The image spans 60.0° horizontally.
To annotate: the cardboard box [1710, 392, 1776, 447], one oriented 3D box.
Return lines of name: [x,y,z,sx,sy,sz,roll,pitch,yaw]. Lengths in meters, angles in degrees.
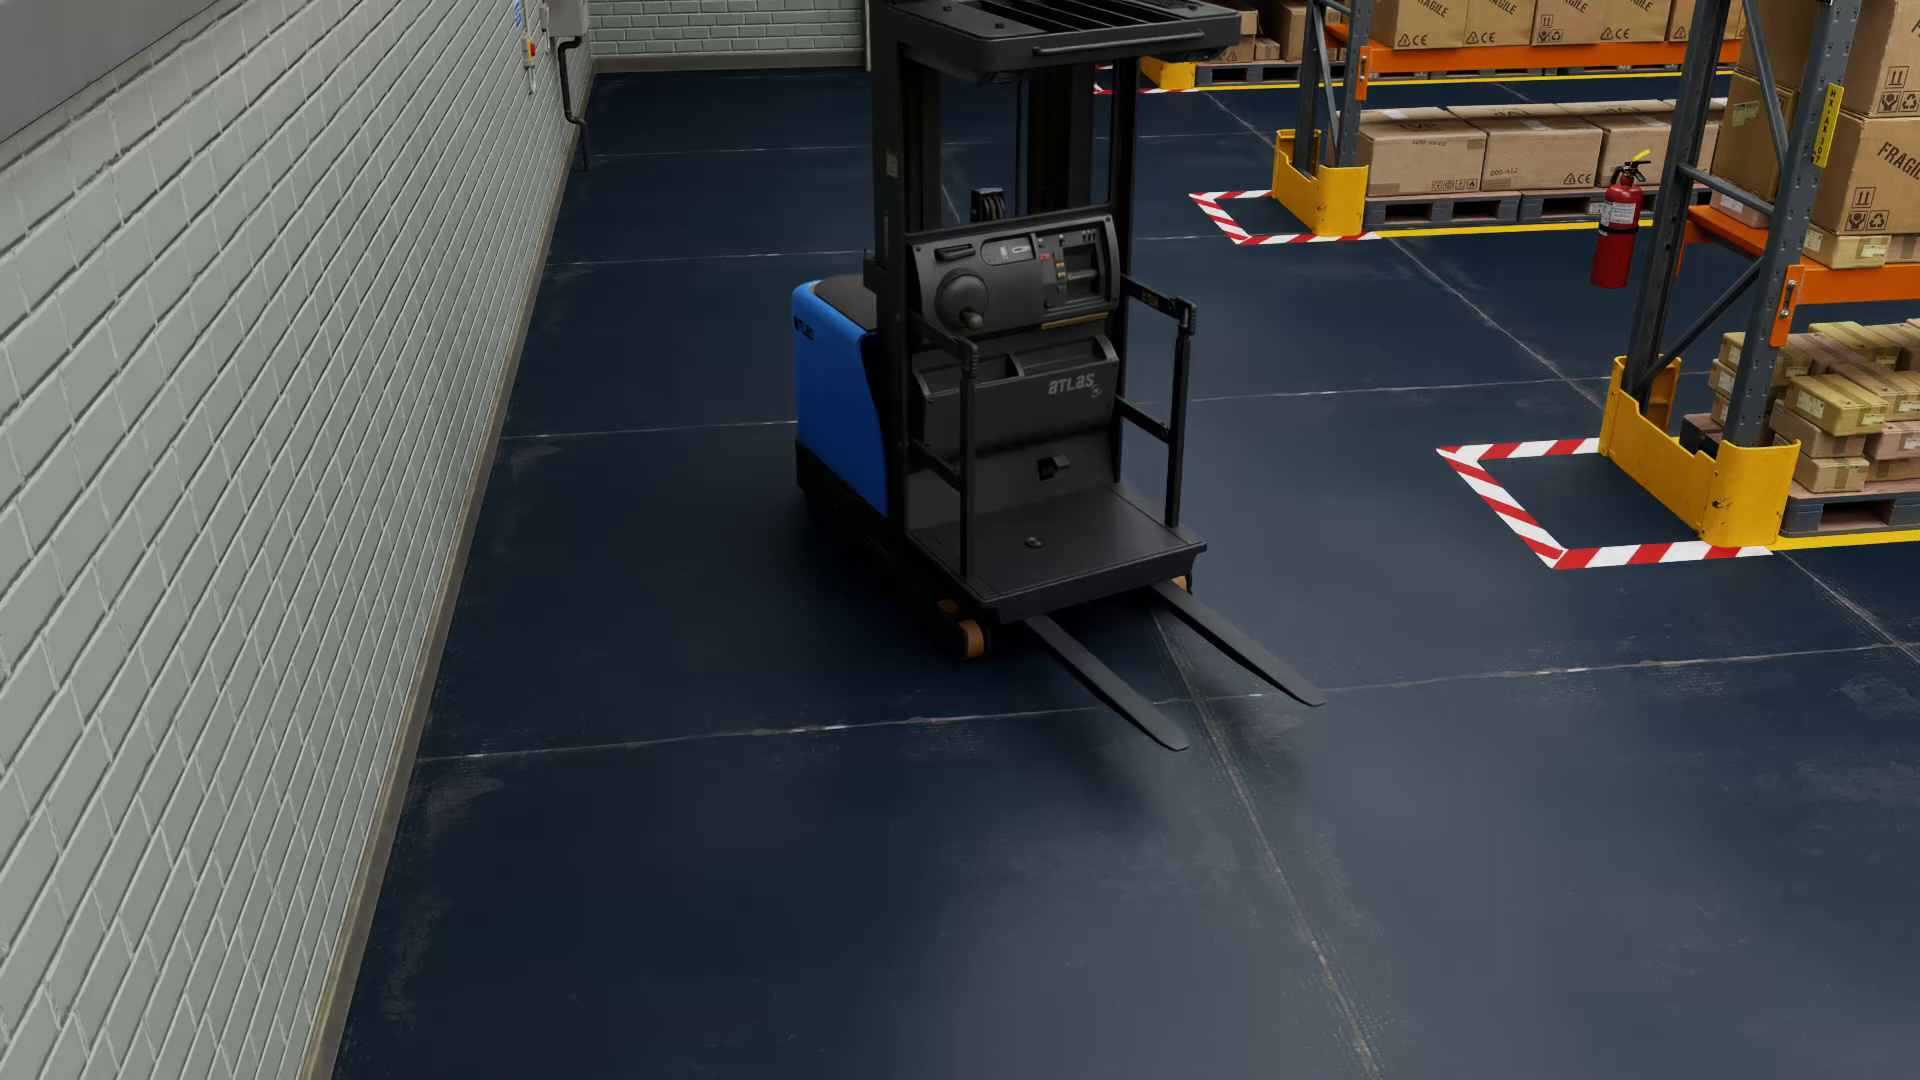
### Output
cardboard box: [3.979,-0.610,8.315,0.250,0.149,0.380,-3,27,-6]

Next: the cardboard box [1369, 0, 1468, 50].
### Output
cardboard box: [3.212,-3.740,11.644,0.500,0.500,0.500,-4,27,-8]

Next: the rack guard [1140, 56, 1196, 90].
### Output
rack guard: [2.077,-4.931,16.813,0.348,0.500,1.175,-4,27,-7]

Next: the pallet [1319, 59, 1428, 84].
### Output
pallet: [4.072,-4.930,17.127,1.213,0.211,1.003,-4,27,-7]

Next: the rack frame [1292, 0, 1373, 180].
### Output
rack frame: [2.697,-3.795,11.860,0.127,3.000,1.000,-4,27,-7]

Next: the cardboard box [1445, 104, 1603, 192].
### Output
cardboard box: [4.242,-2.991,12.640,0.875,0.438,0.875,-3,27,-6]

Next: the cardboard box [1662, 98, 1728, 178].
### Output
cardboard box: [6.021,-3.105,12.862,0.875,0.438,0.875,-4,27,-8]

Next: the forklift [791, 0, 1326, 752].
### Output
forklift: [0.339,-1.048,6.583,1.130,2.935,3.031,-14,30,-25]

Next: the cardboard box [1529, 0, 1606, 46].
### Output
cardboard box: [4.216,-3.809,11.778,0.500,0.500,0.500,-4,27,-7]

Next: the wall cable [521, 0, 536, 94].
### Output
wall cable: [-2.883,-3.892,10.901,0.123,1.953,0.585,-4,27,-7]

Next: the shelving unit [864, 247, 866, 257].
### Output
shelving unit: [-0.346,-0.940,8.414,0.252,1.050,0.215,-1,22,-3]

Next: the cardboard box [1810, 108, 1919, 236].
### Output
cardboard box: [3.970,-1.644,7.233,0.500,0.500,0.500,-2,27,-5]

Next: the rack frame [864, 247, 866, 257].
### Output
rack frame: [-0.467,-0.937,8.409,0.008,1.050,0.200,-1,22,-3]

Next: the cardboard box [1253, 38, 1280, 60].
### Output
cardboard box: [3.047,-4.962,16.798,0.250,0.149,0.380,-5,28,-9]

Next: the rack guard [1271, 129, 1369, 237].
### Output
rack guard: [2.673,-2.681,12.428,0.348,0.500,1.175,-4,27,-7]

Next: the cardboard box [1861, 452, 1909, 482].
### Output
cardboard box: [4.298,-0.424,7.954,0.250,0.149,0.380,-4,27,-7]

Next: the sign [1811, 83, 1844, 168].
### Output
sign: [3.563,-1.703,6.836,0.005,0.325,0.100,-4,27,-7]

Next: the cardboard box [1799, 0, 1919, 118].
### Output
cardboard box: [3.968,-2.094,7.014,0.500,0.500,0.500,-4,27,-7]

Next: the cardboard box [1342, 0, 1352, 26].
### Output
cardboard box: [3.138,-3.990,12.130,0.500,0.500,0.500,-4,27,-7]

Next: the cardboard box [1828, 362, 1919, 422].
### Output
cardboard box: [4.309,-0.698,7.836,0.250,0.149,0.380,-3,27,-6]

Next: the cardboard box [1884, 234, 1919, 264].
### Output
cardboard box: [4.100,-1.359,7.388,0.250,0.149,0.380,-3,27,-5]

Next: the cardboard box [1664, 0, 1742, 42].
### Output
cardboard box: [5.230,-3.875,11.906,0.500,0.500,0.500,-4,27,-8]

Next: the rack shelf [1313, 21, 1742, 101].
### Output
rack shelf: [4.678,-3.602,12.272,4.000,0.370,1.077,-4,27,-7]

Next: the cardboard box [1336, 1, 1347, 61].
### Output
cardboard box: [4.010,-5.134,16.749,0.500,0.500,0.500,-3,27,-6]

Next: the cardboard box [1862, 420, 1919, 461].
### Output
cardboard box: [4.320,-0.523,7.821,0.250,0.149,0.380,-4,27,-7]

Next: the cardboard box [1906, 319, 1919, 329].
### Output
cardboard box: [4.995,-0.989,8.403,0.250,0.149,0.380,-3,27,-5]

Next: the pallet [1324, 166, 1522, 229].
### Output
pallet: [3.478,-2.640,12.665,1.213,0.211,1.003,-4,27,-7]

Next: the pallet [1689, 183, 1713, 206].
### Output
pallet: [5.894,-2.796,12.967,1.213,0.211,1.003,-4,27,-7]

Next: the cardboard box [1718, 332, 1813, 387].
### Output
cardboard box: [3.976,-0.895,8.219,0.250,0.149,0.380,-3,27,-7]

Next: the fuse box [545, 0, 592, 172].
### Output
fuse box: [-3.032,-3.811,13.303,0.414,1.711,0.539,-4,27,-7]

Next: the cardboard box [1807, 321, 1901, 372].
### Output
cardboard box: [4.471,-0.959,8.344,0.250,0.149,0.380,-4,27,-8]

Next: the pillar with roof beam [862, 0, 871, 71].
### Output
pillar with roof beam: [-0.194,-6.997,11.530,0.400,9.000,9.100,-4,27,-7]

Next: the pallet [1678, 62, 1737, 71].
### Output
pallet: [7.974,-5.200,17.653,1.213,0.211,1.003,-4,27,-7]

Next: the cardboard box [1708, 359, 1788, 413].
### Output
cardboard box: [3.970,-0.777,8.315,0.250,0.149,0.380,-4,27,-8]
